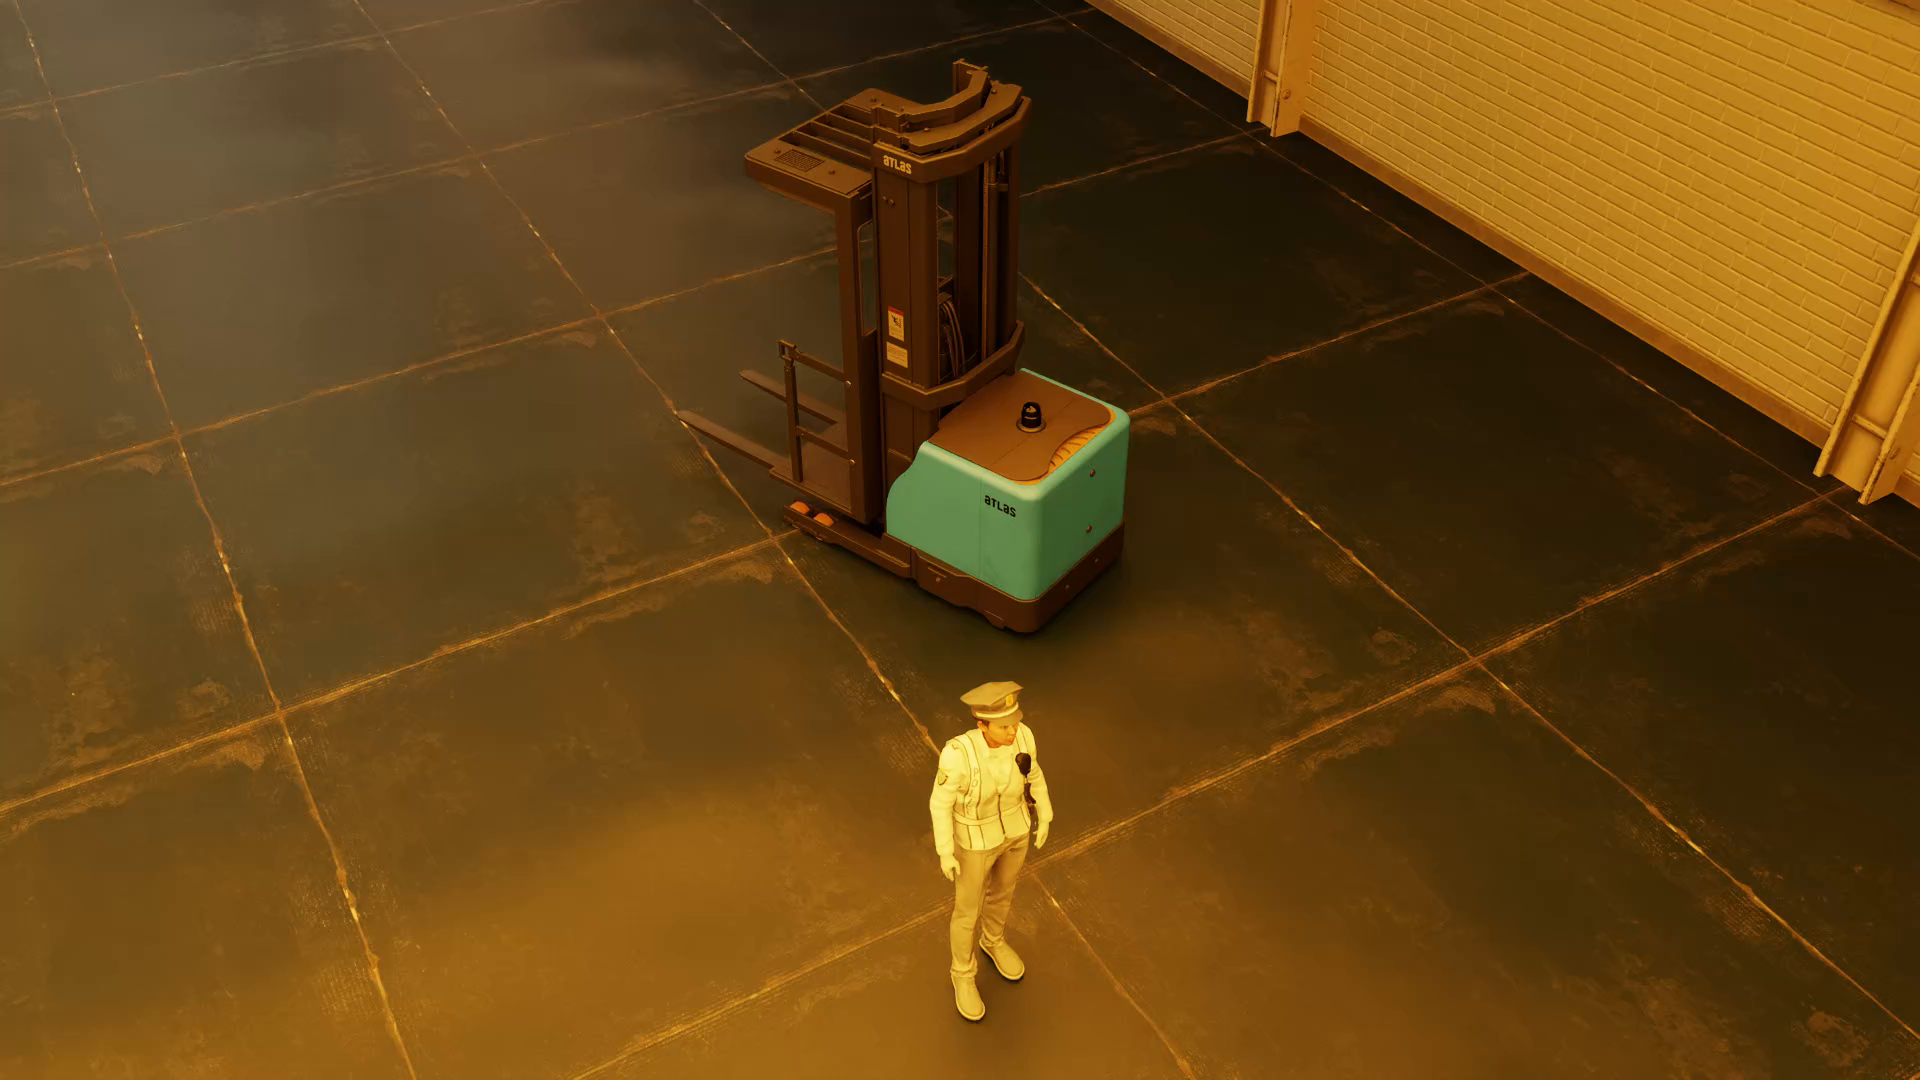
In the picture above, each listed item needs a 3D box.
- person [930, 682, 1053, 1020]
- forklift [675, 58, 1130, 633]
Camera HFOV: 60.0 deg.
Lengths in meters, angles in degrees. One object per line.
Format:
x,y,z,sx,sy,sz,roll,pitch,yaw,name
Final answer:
0.171,1.342,7.375,0.587,1.695,0.532,-19,43,-21,person
-0.481,-1.366,9.683,3.031,2.935,1.130,26,46,28,forklift
